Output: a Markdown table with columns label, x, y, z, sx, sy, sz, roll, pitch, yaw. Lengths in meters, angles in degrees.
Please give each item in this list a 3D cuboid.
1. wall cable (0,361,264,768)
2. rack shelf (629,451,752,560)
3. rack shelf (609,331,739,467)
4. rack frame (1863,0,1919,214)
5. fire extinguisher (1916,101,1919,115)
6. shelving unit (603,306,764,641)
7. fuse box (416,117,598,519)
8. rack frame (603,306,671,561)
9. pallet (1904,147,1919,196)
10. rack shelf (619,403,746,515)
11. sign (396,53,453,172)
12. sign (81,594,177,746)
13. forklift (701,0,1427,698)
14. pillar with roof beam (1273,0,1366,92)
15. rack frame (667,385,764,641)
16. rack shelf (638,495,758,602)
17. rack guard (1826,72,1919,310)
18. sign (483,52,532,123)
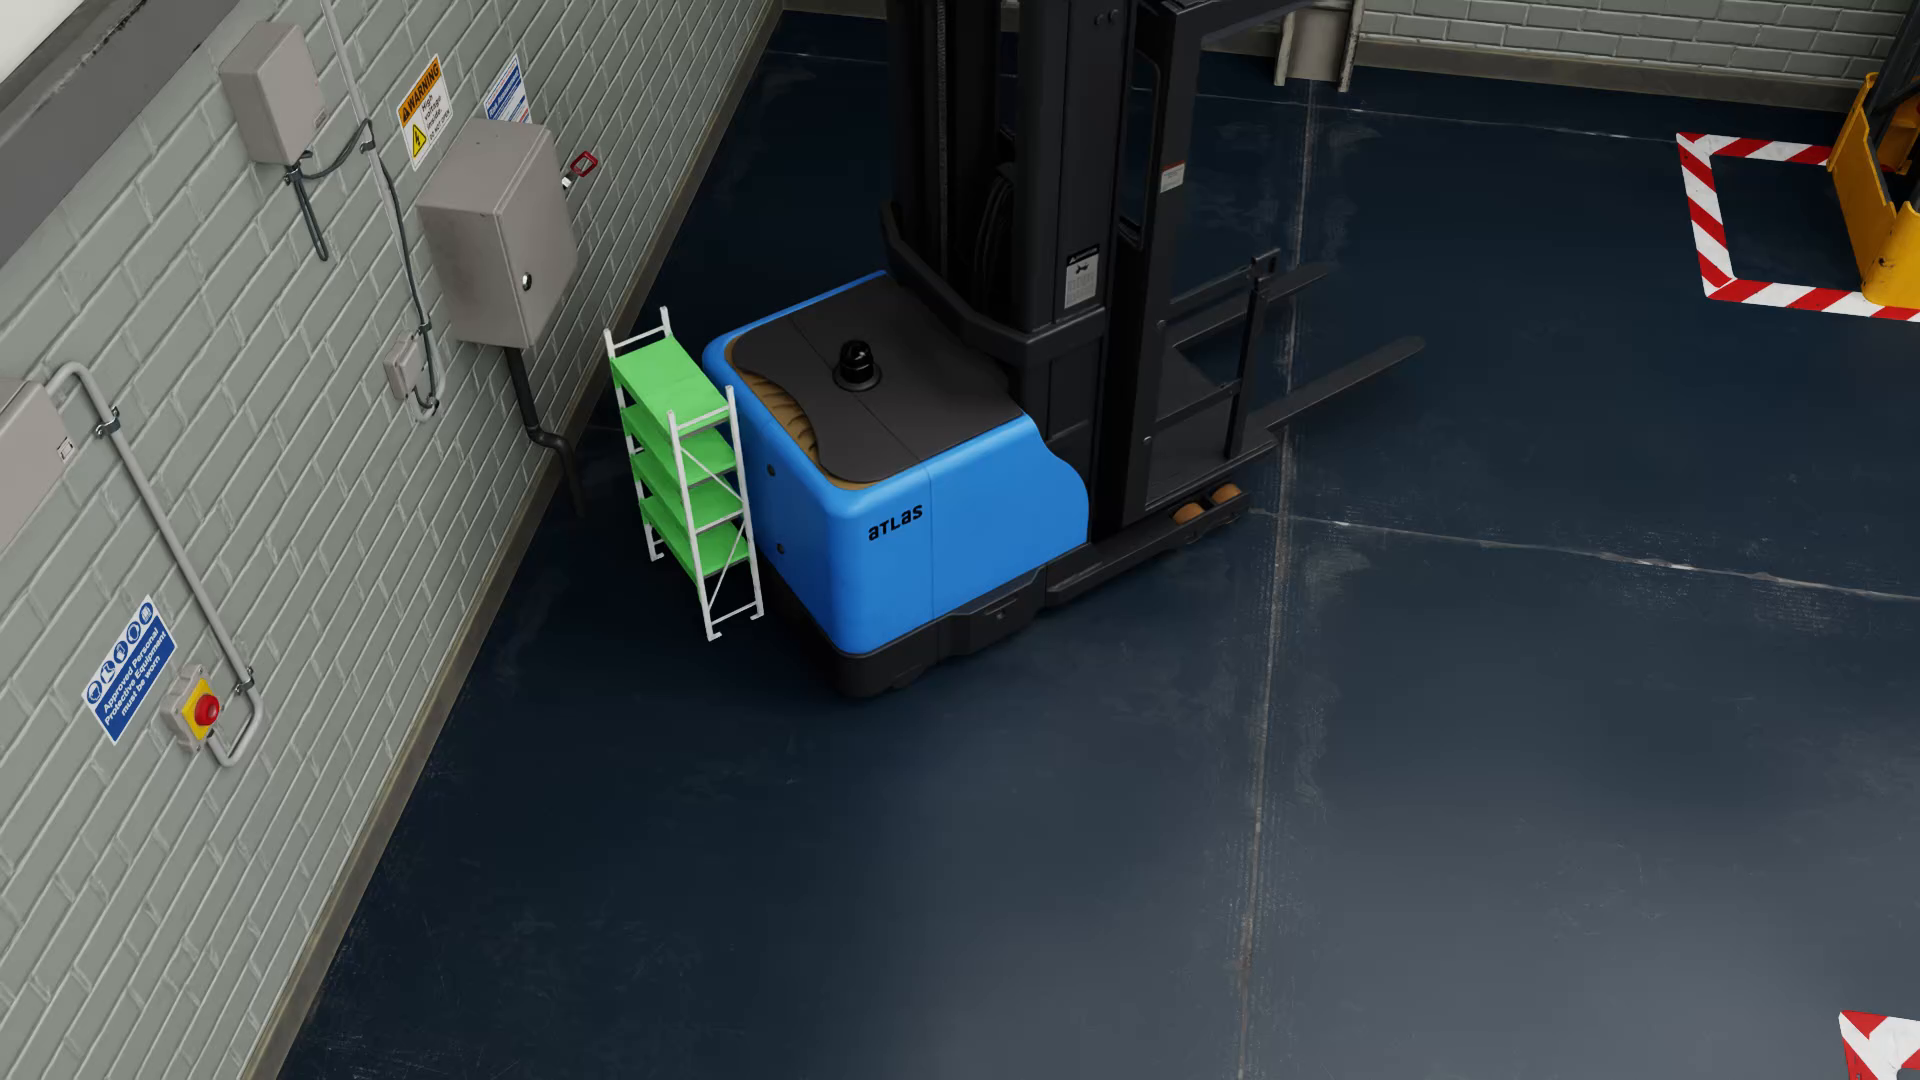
| label | x | y | z | sx | sy | sz | roll | pitch | yaw |
| --- | --- | --- | --- | --- | --- | --- | --- | --- | --- |
| wall cable | -2.038 | 0.042 | 3.963 | 0.123 | 1.953 | 0.585 | 8 | 49 | 7 |
| rack shelf | -0.999 | -0.175 | 6.159 | 0.258 | 0.148 | 0.480 | -26 | 53 | -22 |
| rack shelf | -0.999 | -0.496 | 5.802 | 0.258 | 0.148 | 0.480 | -26 | 53 | -22 |
| rack frame | 4.394 | -2.513 | 6.963 | 0.127 | 3.000 | 1.000 | 8 | 49 | 7 |
| fire extinguisher | 4.167 | -2.043 | 6.844 | 0.183 | 0.674 | 0.296 | 8 | 49 | 7 |
| shelving unit | -0.999 | -0.218 | 6.111 | 0.258 | 1.200 | 0.503 | -26 | 53 | -22 |
| fuse box | -1.521 | -0.695 | 6.196 | 0.414 | 1.711 | 0.539 | 8 | 49 | 7 |
| rack frame | -1.133 | -0.369 | 6.247 | 0.240 | 1.200 | 0.015 | -26 | 53 | -22 |
| pallet | 5.254 | -1.466 | 7.897 | 1.213 | 0.211 | 1.003 | 8 | 49 | 7 |
| rack shelf | -0.999 | -0.336 | 5.980 | 0.258 | 0.148 | 0.480 | -26 | 53 | -22 |
| sign | -1.734 | -1.389 | 5.398 | 0.001 | 0.242 | 0.339 | 8 | 49 | 7 |
| sign | -2.107 | 0.329 | 4.228 | 0.001 | 0.218 | 0.327 | 8 | 49 | 7 |
| forklift | 0.574 | -1.269 | 5.891 | 3.031 | 2.935 | 1.130 | -26 | 53 | -22 |
| pillar with roof beam | 1.135 | -2.383 | 2.813 | 0.400 | 9.000 | 9.100 | 8 | 49 | 7 |
| rack frame | -0.865 | -0.066 | 5.975 | 0.240 | 1.200 | 0.015 | -26 | 53 | -22 |
| rack shelf | -0.999 | -0.015 | 6.337 | 0.258 | 0.148 | 0.480 | -26 | 53 | -22 |
| rack guard | 4.469 | -1.667 | 7.884 | 0.348 | 0.500 | 1.175 | 8 | 49 | 7 |
| sign | -1.637 | -1.483 | 6.102 | 0.001 | 0.494 | 0.329 | 8 | 49 | 7 |
